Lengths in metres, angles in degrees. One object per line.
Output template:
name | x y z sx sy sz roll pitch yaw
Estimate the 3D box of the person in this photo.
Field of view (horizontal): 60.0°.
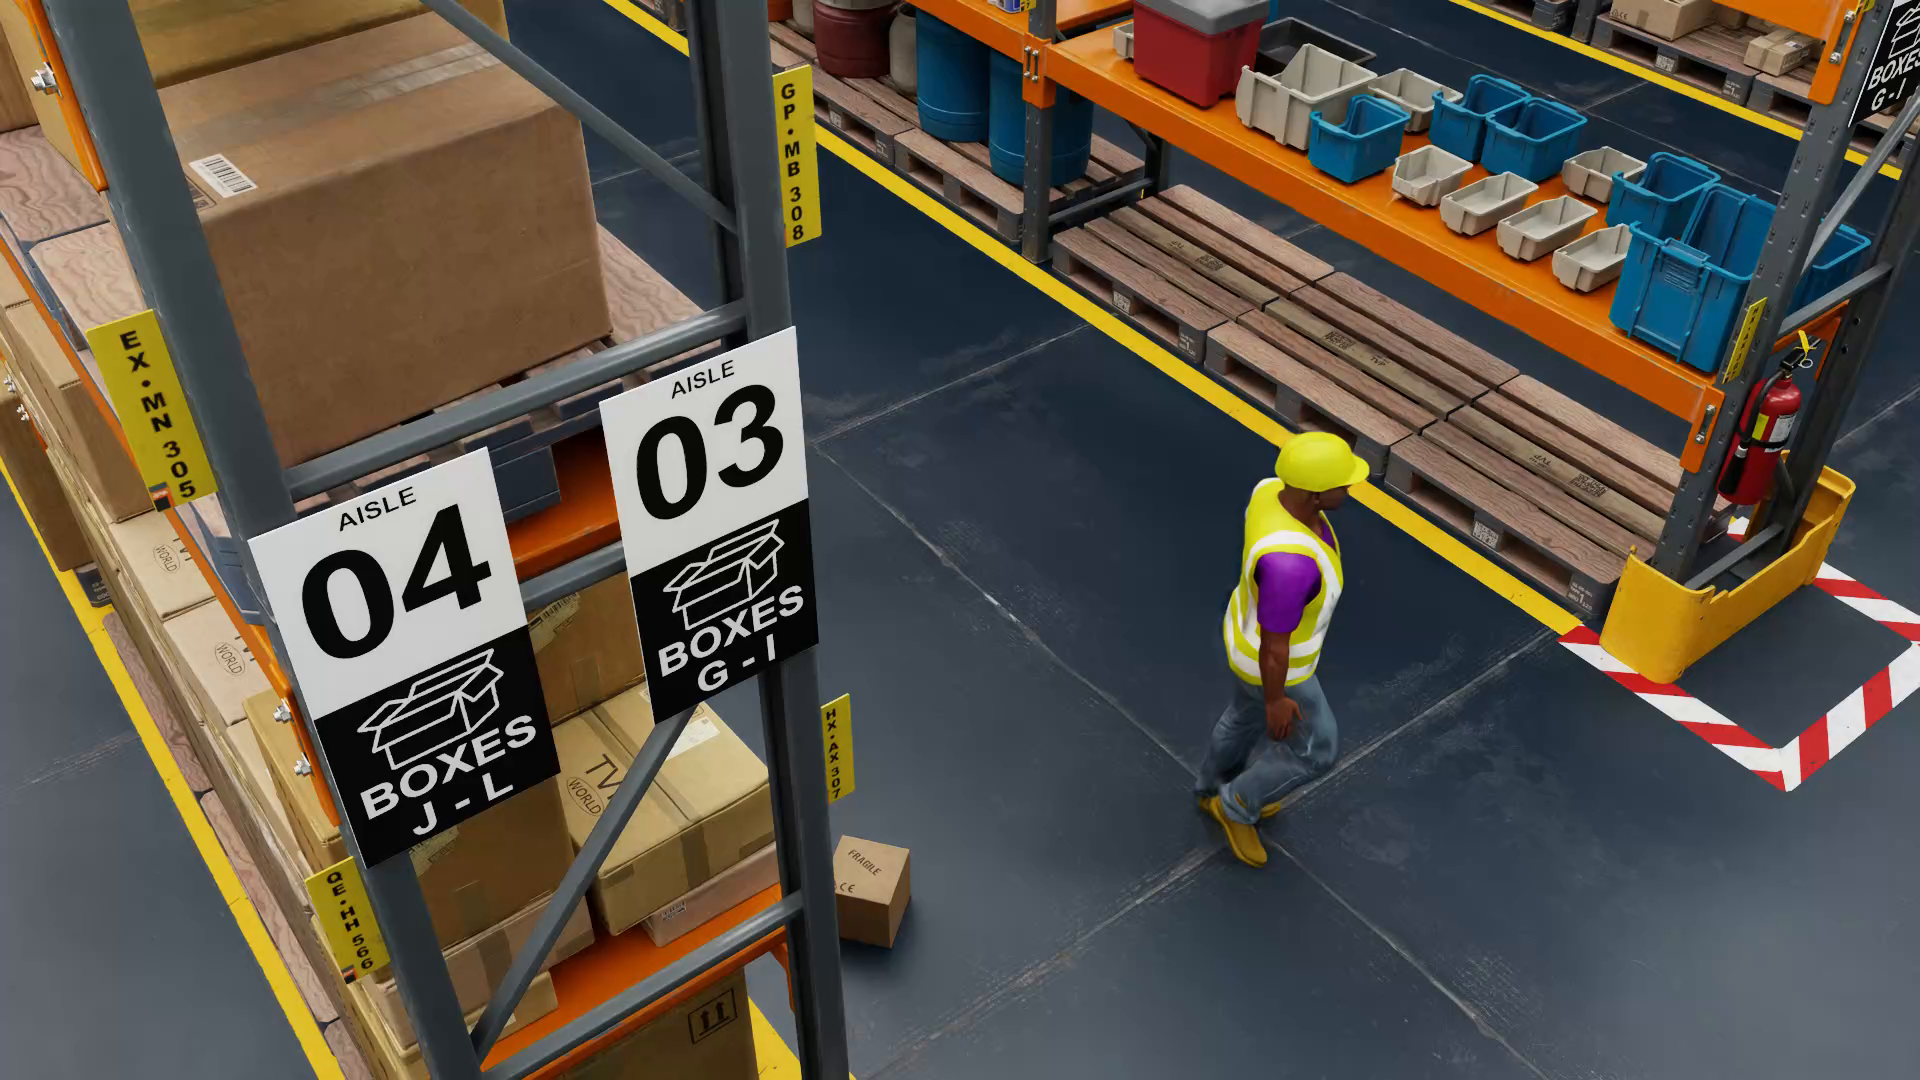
person | 1.095 0.378 5.666 0.448 1.783 0.614 2 40 3
